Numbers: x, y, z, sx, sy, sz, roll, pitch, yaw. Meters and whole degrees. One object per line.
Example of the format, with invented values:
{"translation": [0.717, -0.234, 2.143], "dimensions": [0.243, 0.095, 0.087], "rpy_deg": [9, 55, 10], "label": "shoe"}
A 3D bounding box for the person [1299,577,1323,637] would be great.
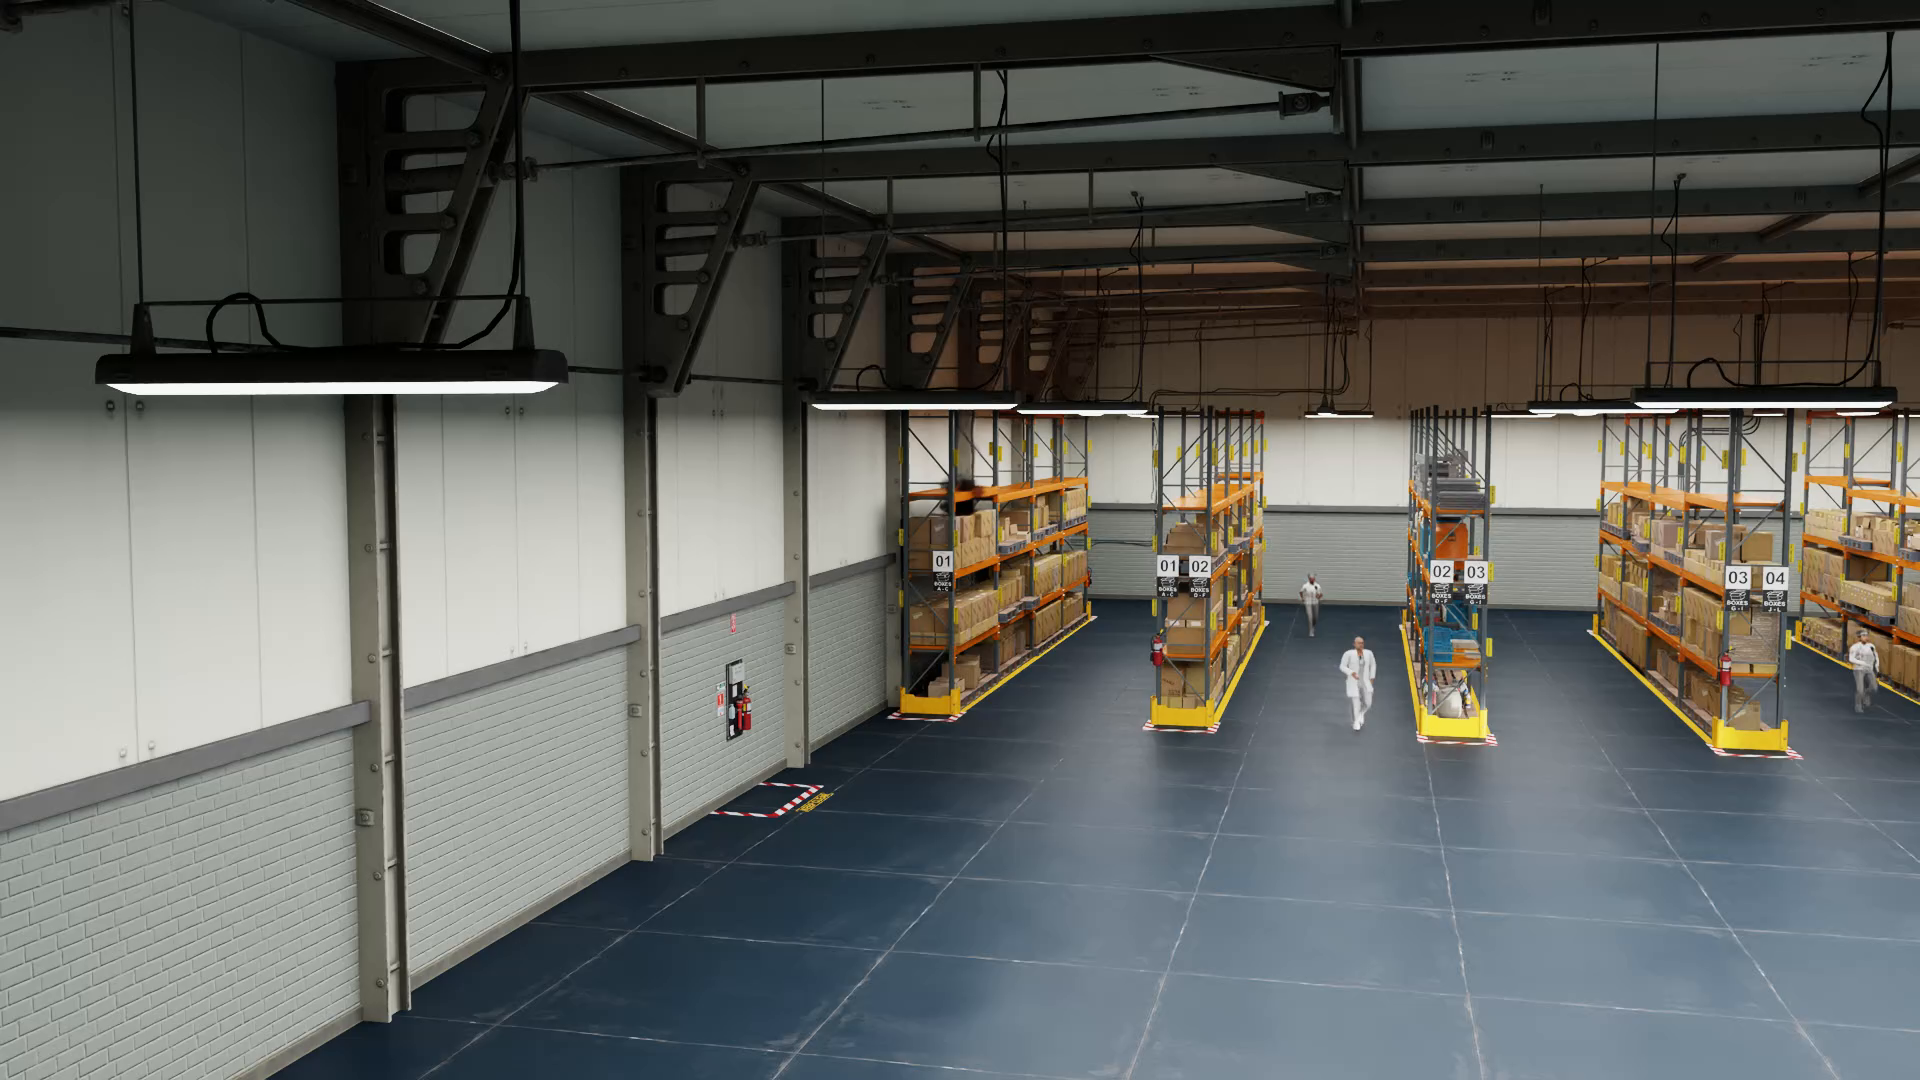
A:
{"translation": [9.346, 1.727, 44.231], "dimensions": [0.587, 1.628, 0.878], "rpy_deg": [0, 4, 2], "label": "person"}

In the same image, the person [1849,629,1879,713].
{"translation": [17.751, 2.568, 32.597], "dimensions": [0.623, 1.665, 0.484], "rpy_deg": [0, 4, 4], "label": "person"}

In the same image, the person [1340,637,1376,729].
{"translation": [7.403, 2.658, 30.808], "dimensions": [0.713, 1.725, 0.665], "rpy_deg": [0, 4, -3], "label": "person"}
